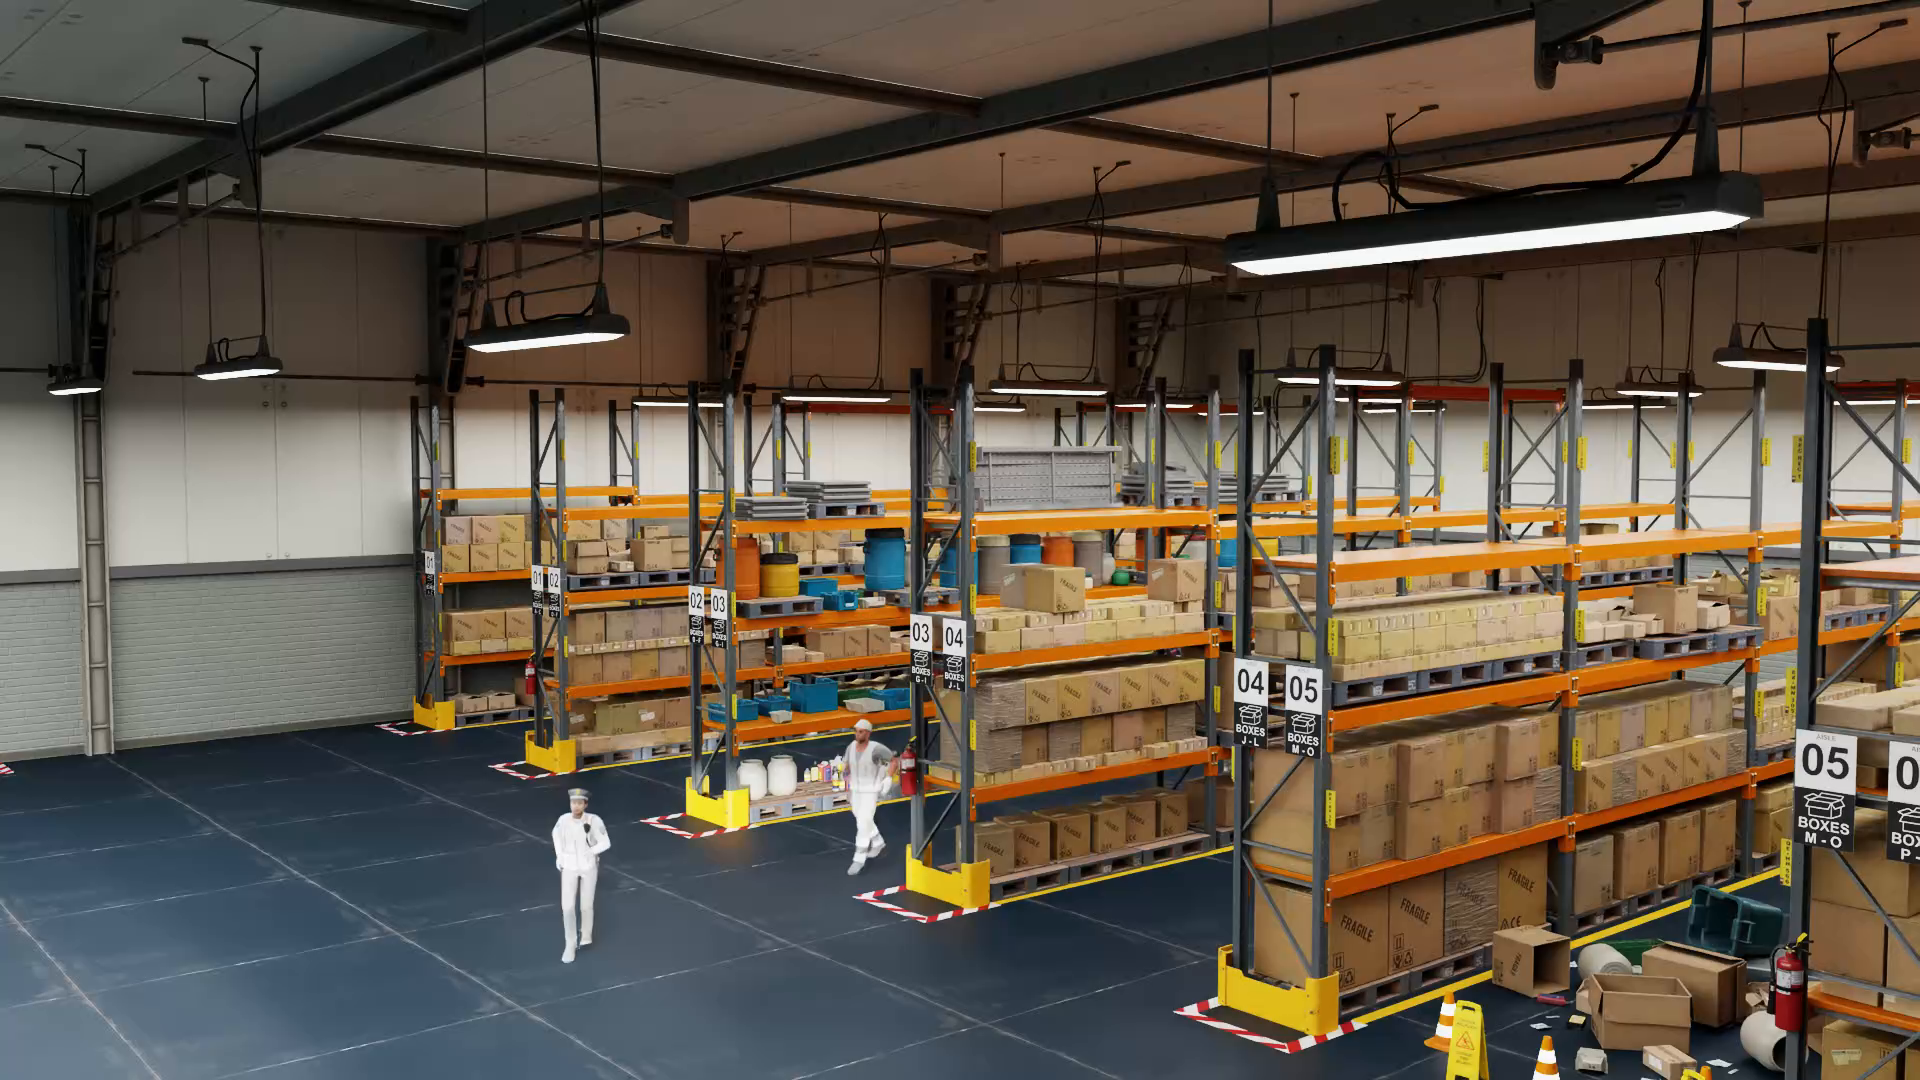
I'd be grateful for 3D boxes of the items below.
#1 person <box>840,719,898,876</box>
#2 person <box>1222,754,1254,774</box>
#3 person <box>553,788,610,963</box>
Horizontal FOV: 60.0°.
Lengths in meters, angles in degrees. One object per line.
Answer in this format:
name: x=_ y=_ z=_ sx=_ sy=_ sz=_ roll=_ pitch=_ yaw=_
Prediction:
person: x=-1.134 y=3.072 z=20.169 sx=0.682 sy=1.823 sz=0.861 roll=2 pitch=4 yaw=35
person: x=4.336 y=2.832 z=25.881 sx=0.510 sy=1.642 sz=0.728 roll=3 pitch=5 yaw=42
person: x=-3.814 y=3.347 z=16.730 sx=0.598 sy=1.751 sz=0.728 roll=0 pitch=3 yaw=-7
